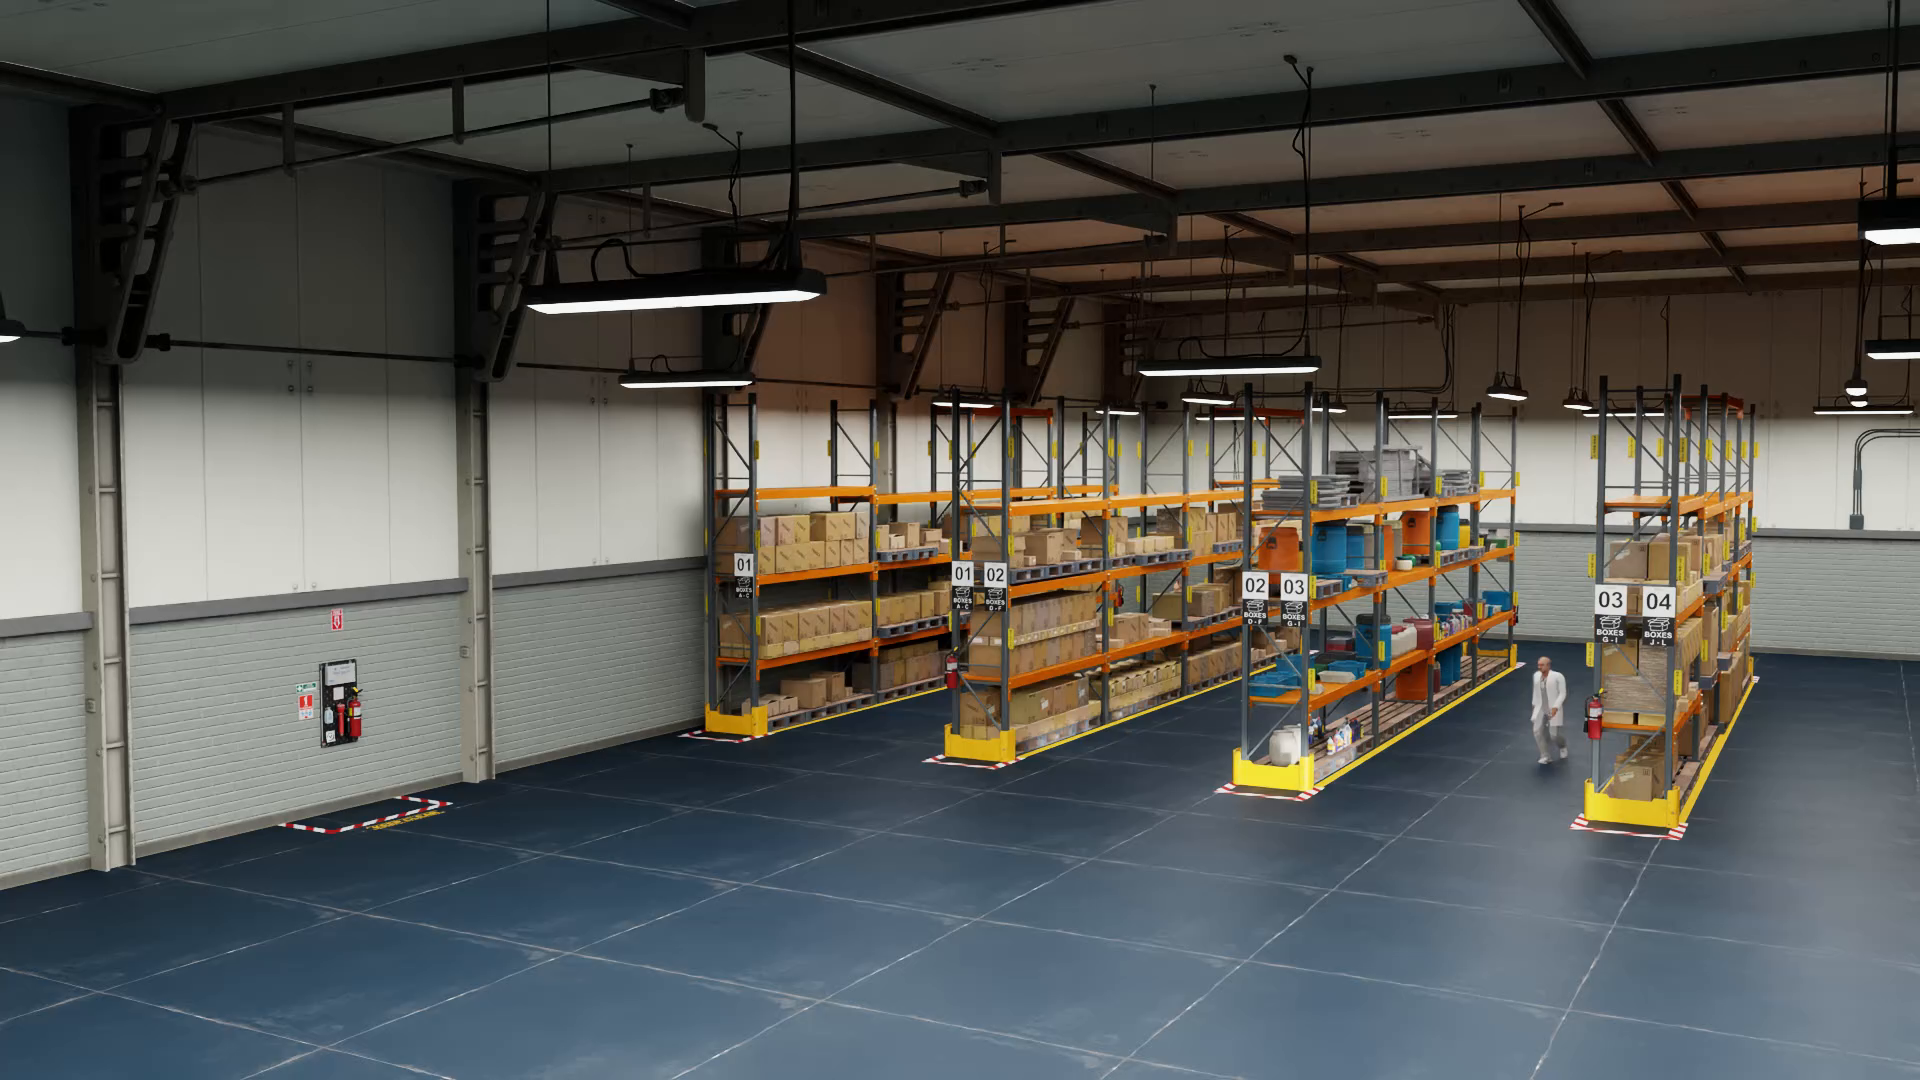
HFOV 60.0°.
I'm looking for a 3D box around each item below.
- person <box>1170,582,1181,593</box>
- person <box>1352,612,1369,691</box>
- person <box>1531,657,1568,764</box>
[{"bbox_3d":[5.545,1.873,42.795,0.495,1.612,1.082,1,3,26],"label":"person"},{"bbox_3d":[8.349,2.351,34.507,0.526,1.672,0.381,0,3,4],"label":"person"},{"bbox_3d":[9.479,2.716,26.756,0.620,1.695,0.848,3,4,42],"label":"person"}]
